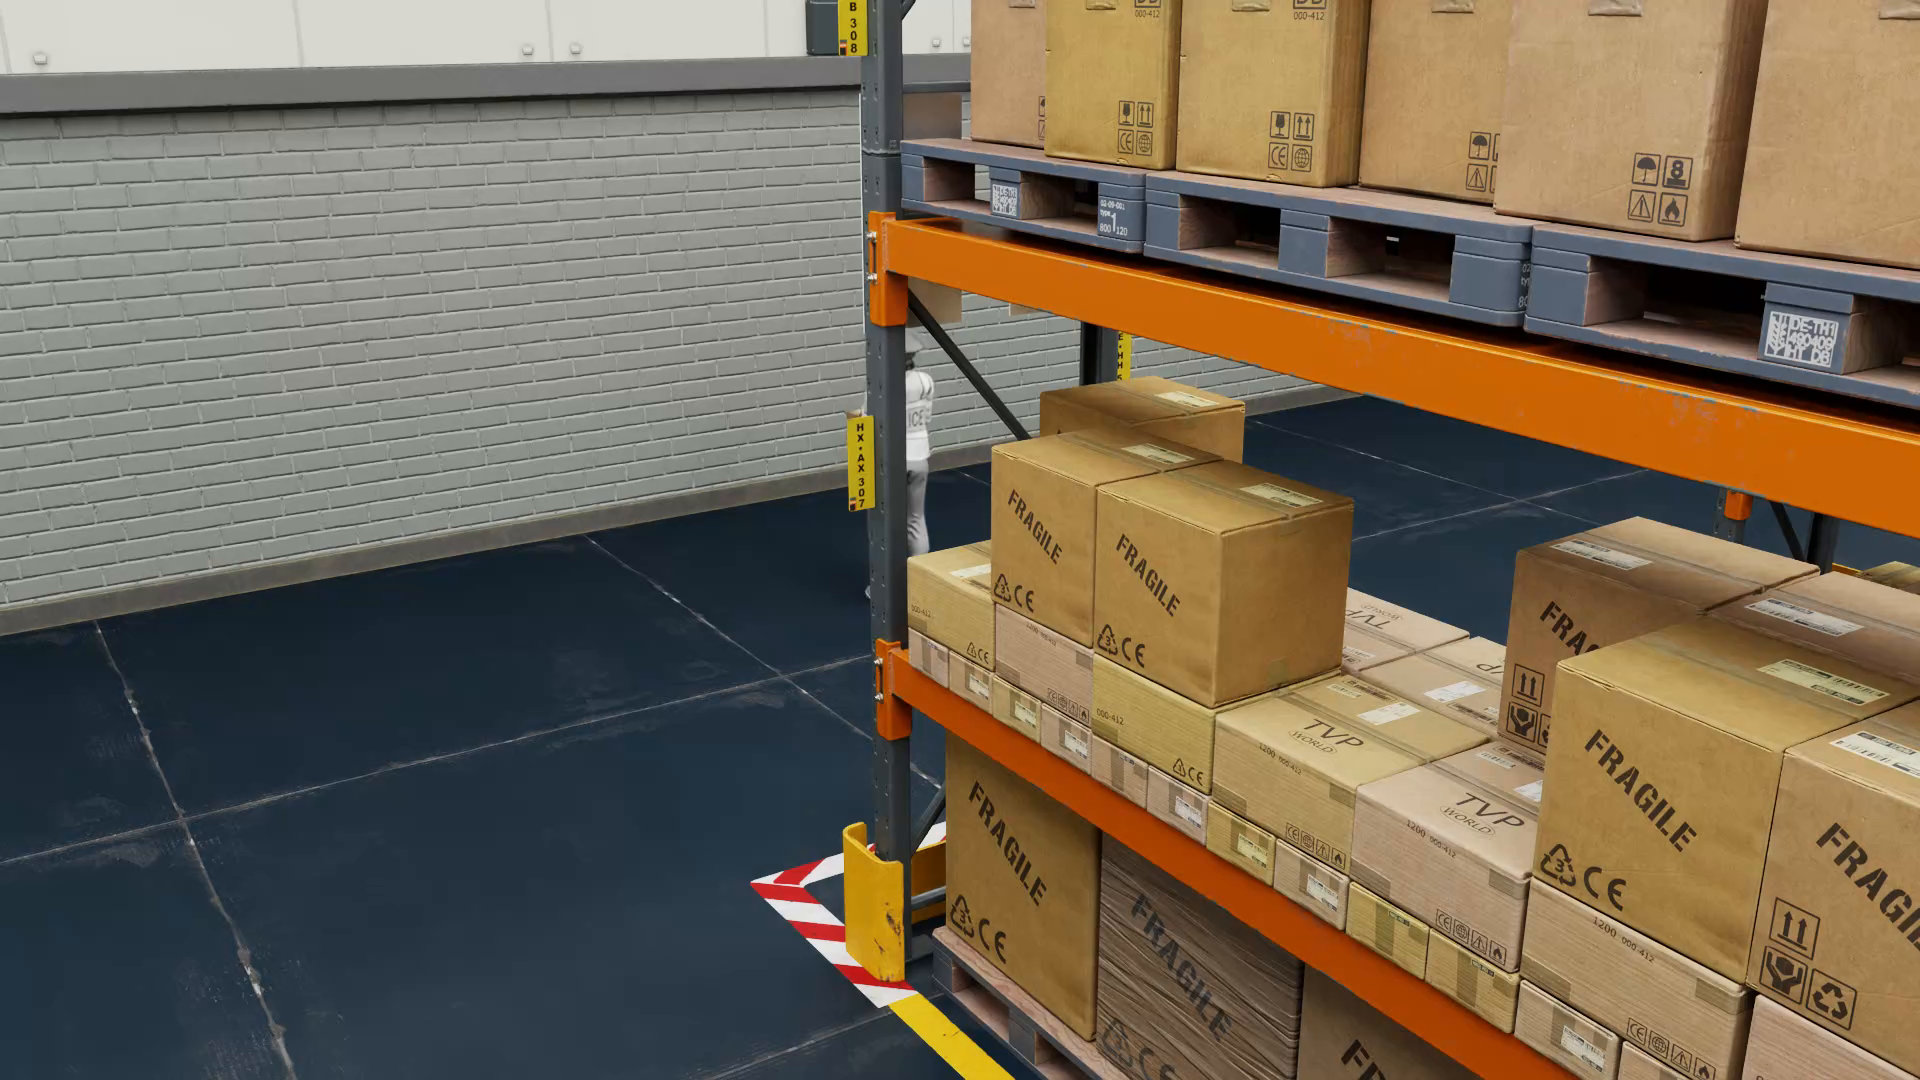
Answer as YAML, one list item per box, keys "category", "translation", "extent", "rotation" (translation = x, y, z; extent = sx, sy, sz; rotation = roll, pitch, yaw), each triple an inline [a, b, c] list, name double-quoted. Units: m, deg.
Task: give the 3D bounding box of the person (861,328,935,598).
- category: "person"
  translation: [-0.399, -0.472, 9.937]
  extent: [0.467, 1.695, 0.554]
  rotation: [-10, 21, -27]
